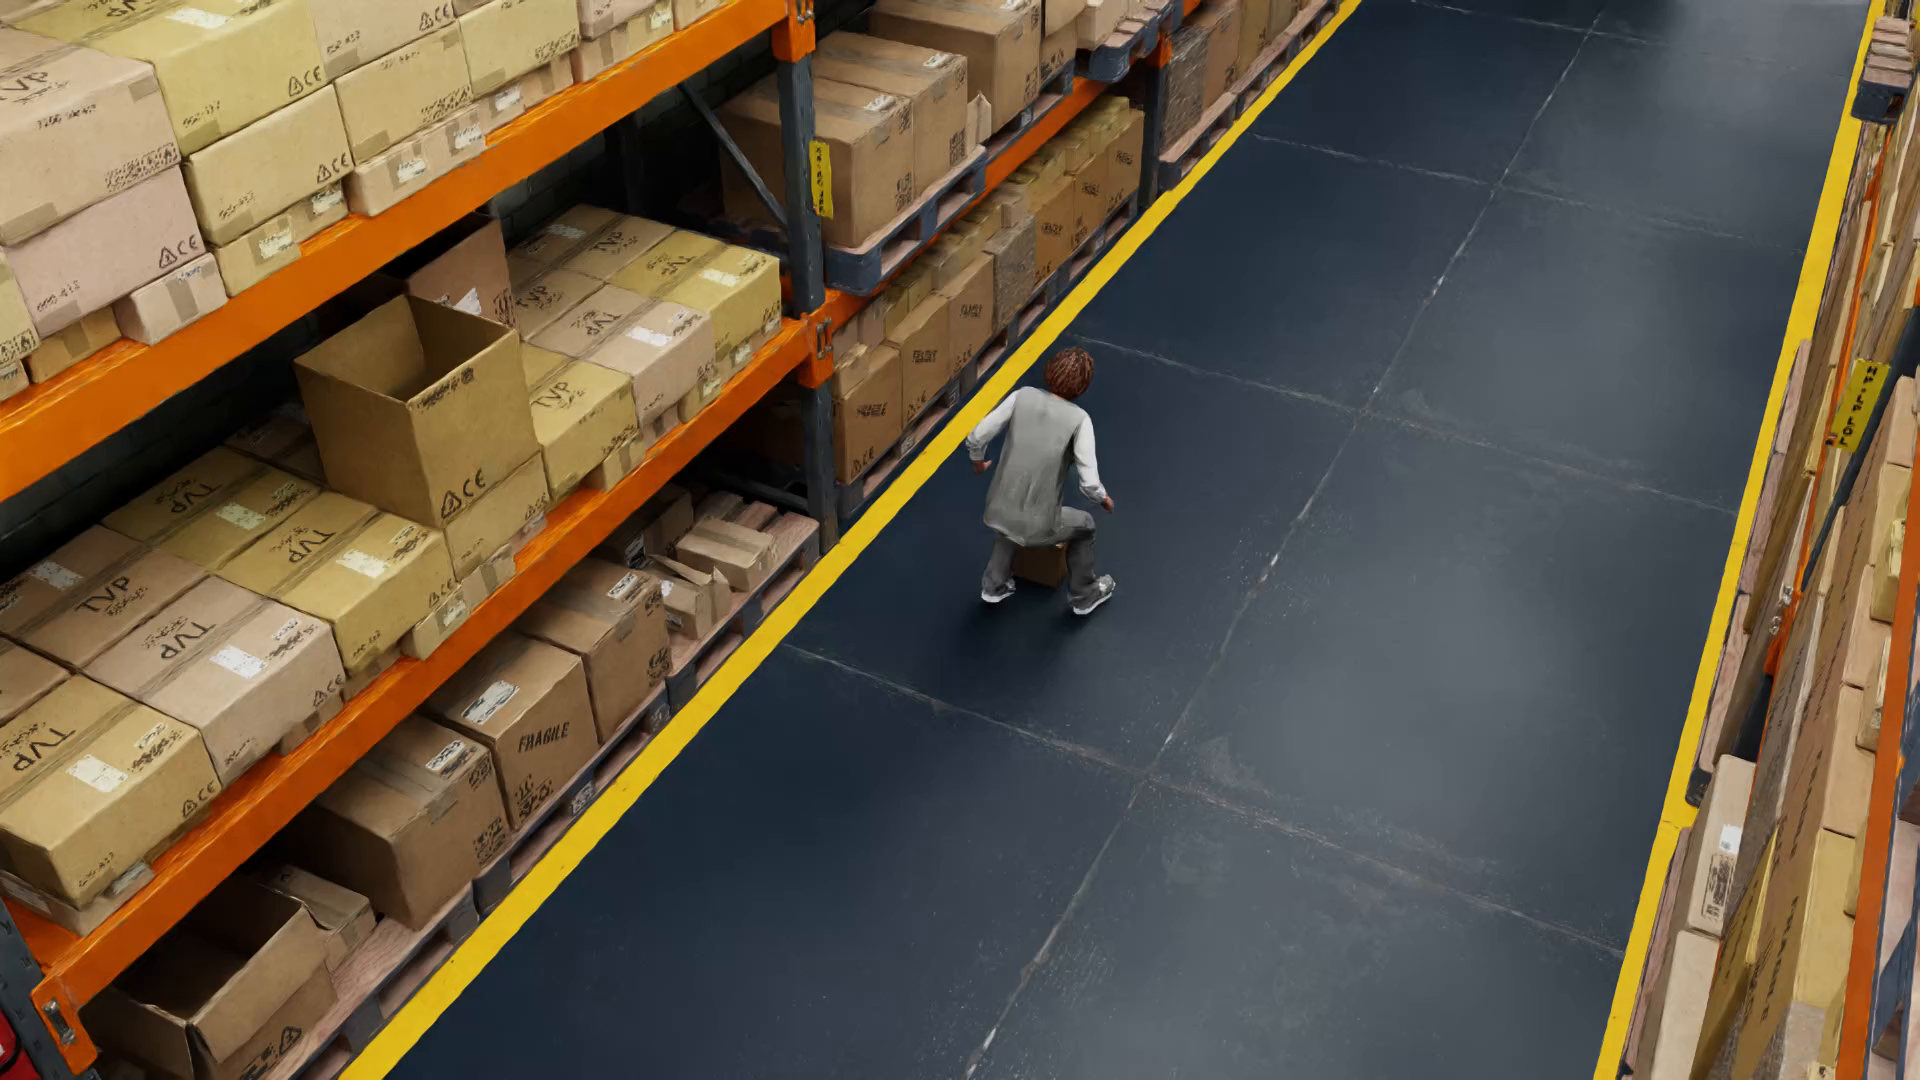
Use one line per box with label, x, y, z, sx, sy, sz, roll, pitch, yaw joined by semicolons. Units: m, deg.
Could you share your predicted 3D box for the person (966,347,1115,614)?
person;0.385;-0.200;7.169;0.656;1.419;0.687;22;43;25
